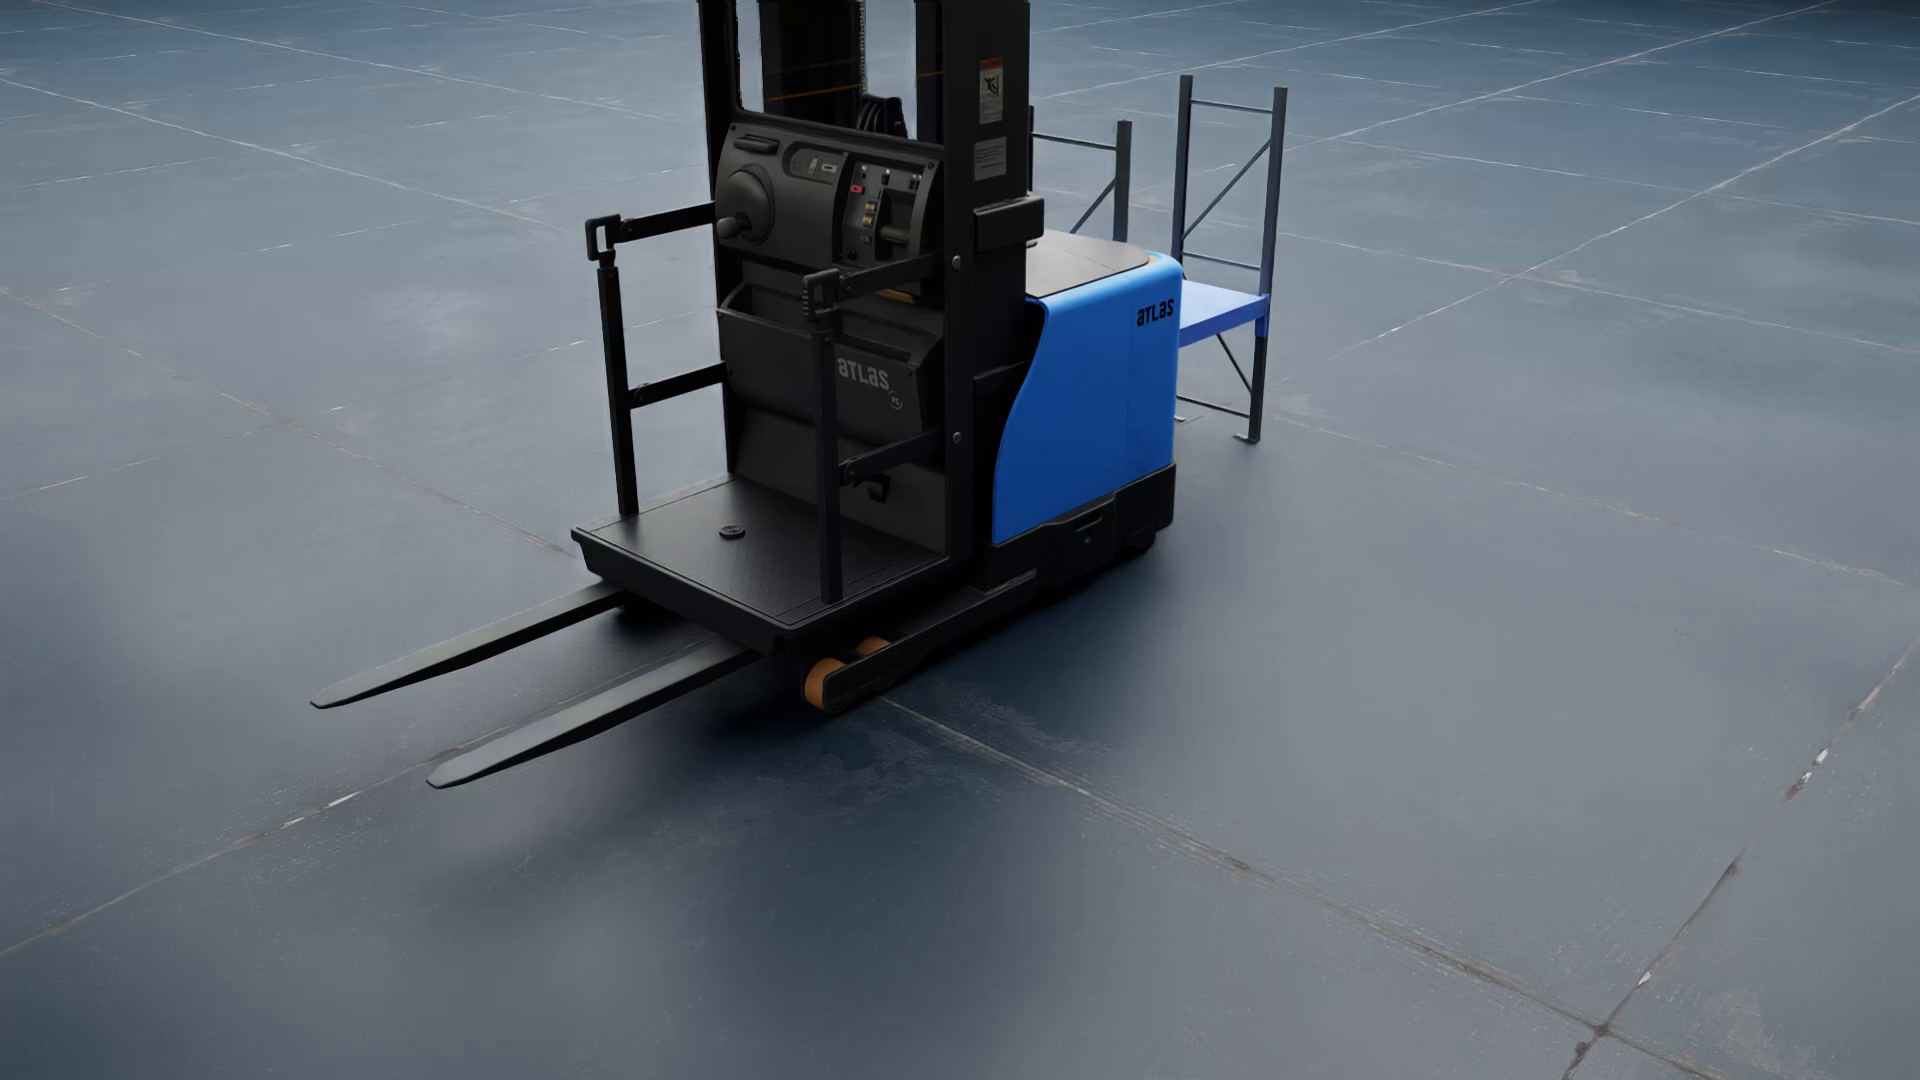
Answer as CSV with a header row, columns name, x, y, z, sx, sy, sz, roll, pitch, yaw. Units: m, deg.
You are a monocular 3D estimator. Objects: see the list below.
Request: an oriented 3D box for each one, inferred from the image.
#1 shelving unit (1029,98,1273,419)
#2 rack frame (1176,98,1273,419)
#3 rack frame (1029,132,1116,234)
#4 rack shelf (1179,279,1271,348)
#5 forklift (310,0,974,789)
name,x,y,z,sx,sy,sz,roll,pitch,yaw
shelving unit,0.762,-1.024,6.701,0.538,1.308,1.030,21,31,38
rack frame,1.105,-1.178,7.043,0.475,1.308,0.013,21,31,38
rack frame,0.417,-0.871,6.360,0.475,1.308,0.013,21,31,38
rack shelf,0.762,-0.860,6.774,0.538,0.185,1.000,21,31,38
forklift,-0.570,-1.044,4.997,1.121,2.935,3.031,21,31,38
